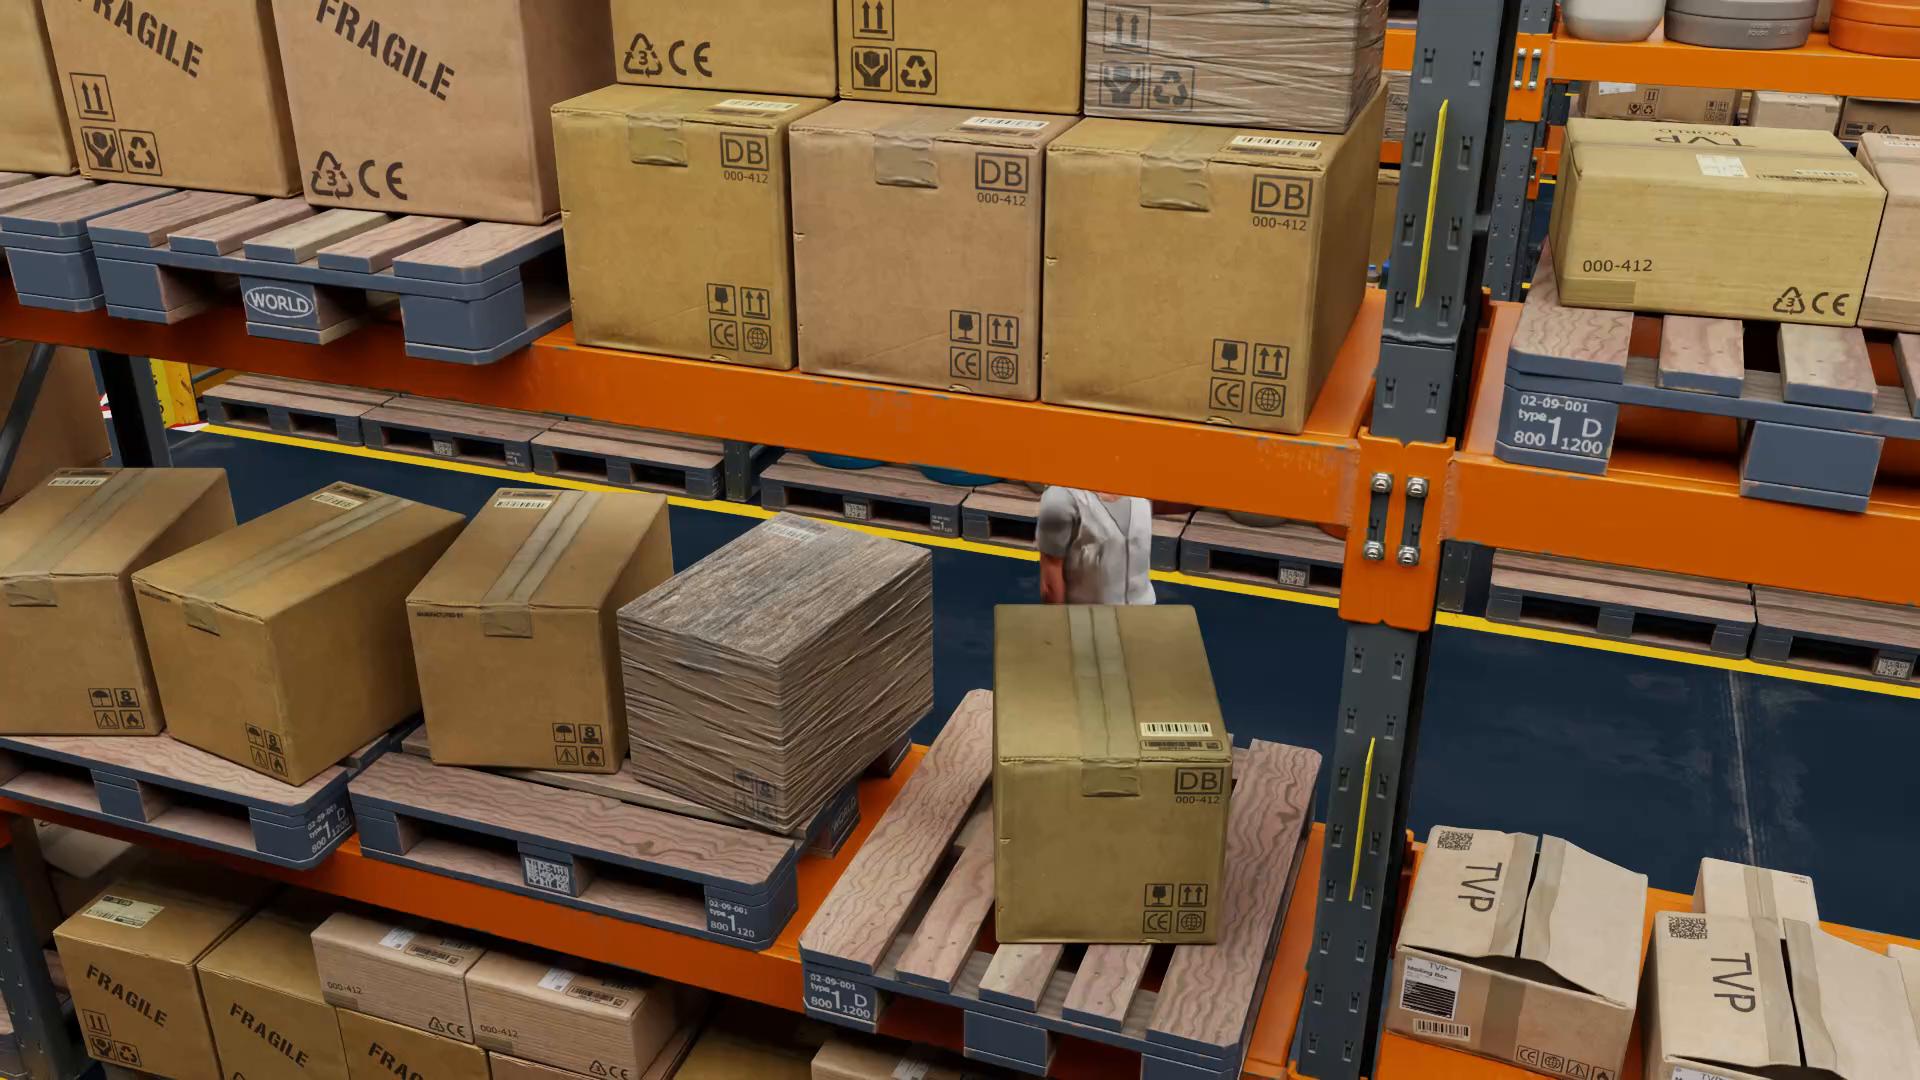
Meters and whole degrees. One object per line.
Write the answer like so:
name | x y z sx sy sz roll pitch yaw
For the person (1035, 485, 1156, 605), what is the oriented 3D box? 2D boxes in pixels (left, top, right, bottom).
person | 0.526 0.286 6.466 0.541 1.773 0.709 -17 30 -31
